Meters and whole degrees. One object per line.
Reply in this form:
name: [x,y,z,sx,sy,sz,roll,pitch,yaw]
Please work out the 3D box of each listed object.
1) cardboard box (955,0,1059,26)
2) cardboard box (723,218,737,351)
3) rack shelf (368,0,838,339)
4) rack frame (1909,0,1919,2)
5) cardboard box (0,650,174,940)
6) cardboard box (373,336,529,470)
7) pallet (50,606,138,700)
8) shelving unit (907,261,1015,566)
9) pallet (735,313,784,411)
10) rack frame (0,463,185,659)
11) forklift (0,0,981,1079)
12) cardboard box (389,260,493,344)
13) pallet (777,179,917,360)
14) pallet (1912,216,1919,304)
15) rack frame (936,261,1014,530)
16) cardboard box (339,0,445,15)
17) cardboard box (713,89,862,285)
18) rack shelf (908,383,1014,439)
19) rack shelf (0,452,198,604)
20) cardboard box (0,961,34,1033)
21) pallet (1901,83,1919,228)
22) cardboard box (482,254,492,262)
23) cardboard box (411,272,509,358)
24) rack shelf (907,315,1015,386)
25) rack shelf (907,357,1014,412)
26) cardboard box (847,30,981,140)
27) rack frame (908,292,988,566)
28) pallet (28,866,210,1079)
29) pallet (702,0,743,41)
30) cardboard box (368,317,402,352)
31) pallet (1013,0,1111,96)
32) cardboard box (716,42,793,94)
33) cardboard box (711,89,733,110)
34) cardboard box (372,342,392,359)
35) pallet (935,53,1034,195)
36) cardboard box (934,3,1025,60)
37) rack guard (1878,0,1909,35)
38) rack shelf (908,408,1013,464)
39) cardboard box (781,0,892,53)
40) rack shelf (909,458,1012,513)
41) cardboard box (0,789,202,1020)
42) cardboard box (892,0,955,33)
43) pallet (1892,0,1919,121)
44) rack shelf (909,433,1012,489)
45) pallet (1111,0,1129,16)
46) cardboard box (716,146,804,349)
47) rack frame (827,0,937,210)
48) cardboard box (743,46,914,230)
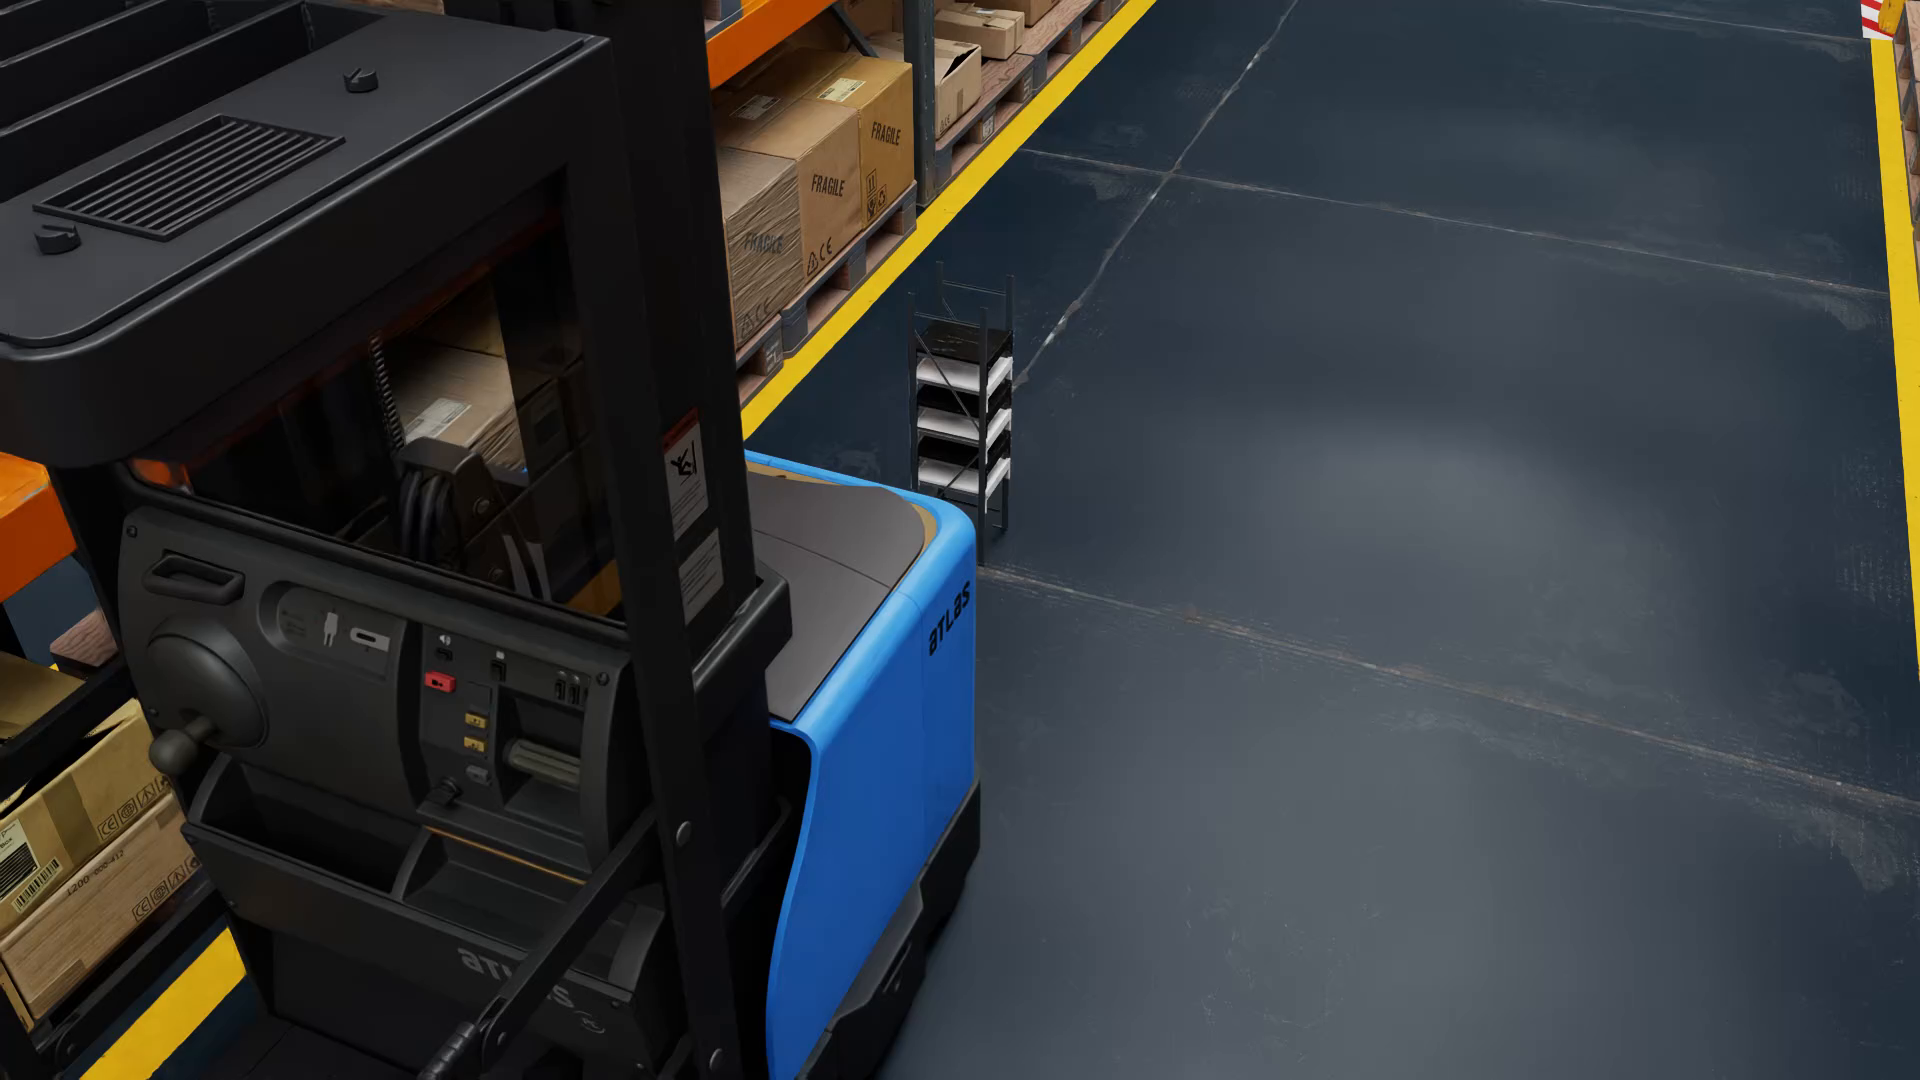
cardboard box: [0.122,-2.985,8.455,0.797,0.503,0.637,14,39,18]
cardboard box: [-1.090,-0.772,5.498,0.500,0.500,0.500,13,39,16]
rack shelf: [-1.350,-1.372,5.180,1.077,0.370,4.000,14,39,18]
rack frame: [5.513,-3.851,7.897,1.000,3.000,0.127,14,39,18]
cardboard box: [-2.082,0.502,3.550,0.500,0.311,0.500,15,39,19]
cardboard box: [-1.479,-0.205,4.740,0.500,0.500,0.500,12,39,16]
pallet: [-1.791,0.160,4.860,1.003,0.211,1.213,14,39,18]
shelving unit: [0.003,-0.365,4.987,0.258,0.900,0.210,14,39,18]
pallet: [-1.326,-0.513,5.760,1.003,0.211,1.213,14,39,18]
rack frame: [-2.111,-0.552,3.484,1.000,3.000,0.127,14,39,18]
forklift: [-1.003,0.307,2.392,1.130,2.935,3.031,15,39,19]
cardboard box: [-1.775,-0.585,5.248,0.500,0.500,0.500,12,39,16]
pallet: [-0.863,-1.191,6.667,1.003,0.211,1.213,14,39,18]
pallet: [4.235,-0.936,6.325,1.003,0.211,1.213,14,39,18]
rack frame: [0.042,-0.421,5.062,0.240,0.900,0.006,14,39,18]
cardboard box: [-1.451,-1.598,4.448,0.700,0.500,0.500,21,42,26]
cardboard box: [-0.707,-1.332,6.247,0.500,0.500,0.500,14,39,18]
rack shelf: [0.003,-0.410,4.953,0.258,0.077,0.200,14,39,18]
rack shelf: [-2.872,0.843,2.217,1.077,0.370,4.000,14,39,18]
cardboard box: [-2.278,1.014,3.334,0.500,0.250,0.500,13,39,17]
pallet: [4.697,-1.613,7.232,1.003,0.211,1.213,14,39,18]
cardboard box: [-1.581,-0.877,5.638,0.500,0.500,0.500,12,39,16]
cardboard box: [-1.284,-0.482,5.110,0.500,0.500,0.500,13,39,17]
rack shelf: [0.003,-0.555,4.845,0.258,0.077,0.200,14,39,18]
rack shelf: [0.003,-0.482,4.899,0.258,0.077,0.200,14,39,18]
cardboard box: [-0.229,-2.049,7.365,0.500,0.311,0.500,14,39,18]
rack frame: [-0.036,-0.309,4.911,0.240,0.900,0.006,14,39,18]
pallet: [-2.460,1.011,3.720,1.003,0.211,1.213,14,39,18]
pallet: [-1.375,-1.553,4.983,1.003,0.211,1.213,14,39,18]
cardboard box: [-1.954,-0.631,4.683,0.500,0.250,0.500,15,39,19]
pallet: [0.136,-2.708,8.697,1.003,0.211,1.213,14,39,18]
cardboard box: [-0.998,-1.730,6.779,0.500,0.500,0.500,12,38,16]
cardboard box: [-1.191,-1.432,6.381,0.500,0.500,0.500,14,39,18]
cardboard box: [-1.972,-0.299,4.864,0.500,0.500,0.500,15,39,20]
pallet: [-0.326,-2.030,7.790,1.003,0.211,1.213,14,39,18]
cardboard box: [0.091,-2.473,8.052,0.380,0.166,0.250,14,39,18]
rack guard: [5.510,-2.866,8.667,1.175,0.500,0.348,14,39,18]
rack shelf: [0.003,-0.338,5.007,0.258,0.077,0.200,14,39,18]
cardboard box: [-0.634,-2.322,7.572,0.500,0.500,0.500,14,39,18]
rack shelf: [0.003,-0.194,5.114,0.258,0.077,0.200,14,39,18]
cardboard box: [-2.085,0.728,3.717,0.500,0.250,0.500,15,39,19]
cardboard box: [-0.349,-2.662,8.184,0.500,0.311,0.500,14,39,18]
pallet: [5.163,-2.287,8.133,1.003,0.211,1.213,14,39,18]
rack shelf: [0.003,-0.266,5.060,0.258,0.077,0.200,14,39,18]
pallet: [0.602,-3.381,9.597,1.003,0.211,1.213,14,39,18]
cardboard box: [-0.898,-1.054,5.875,0.500,0.500,0.500,14,39,18]
rack frame: [-0.589,-2.767,6.446,1.000,3.000,0.127,14,39,18]
cardboard box: [-0.511,-1.603,6.610,0.500,0.500,0.500,14,39,17]
